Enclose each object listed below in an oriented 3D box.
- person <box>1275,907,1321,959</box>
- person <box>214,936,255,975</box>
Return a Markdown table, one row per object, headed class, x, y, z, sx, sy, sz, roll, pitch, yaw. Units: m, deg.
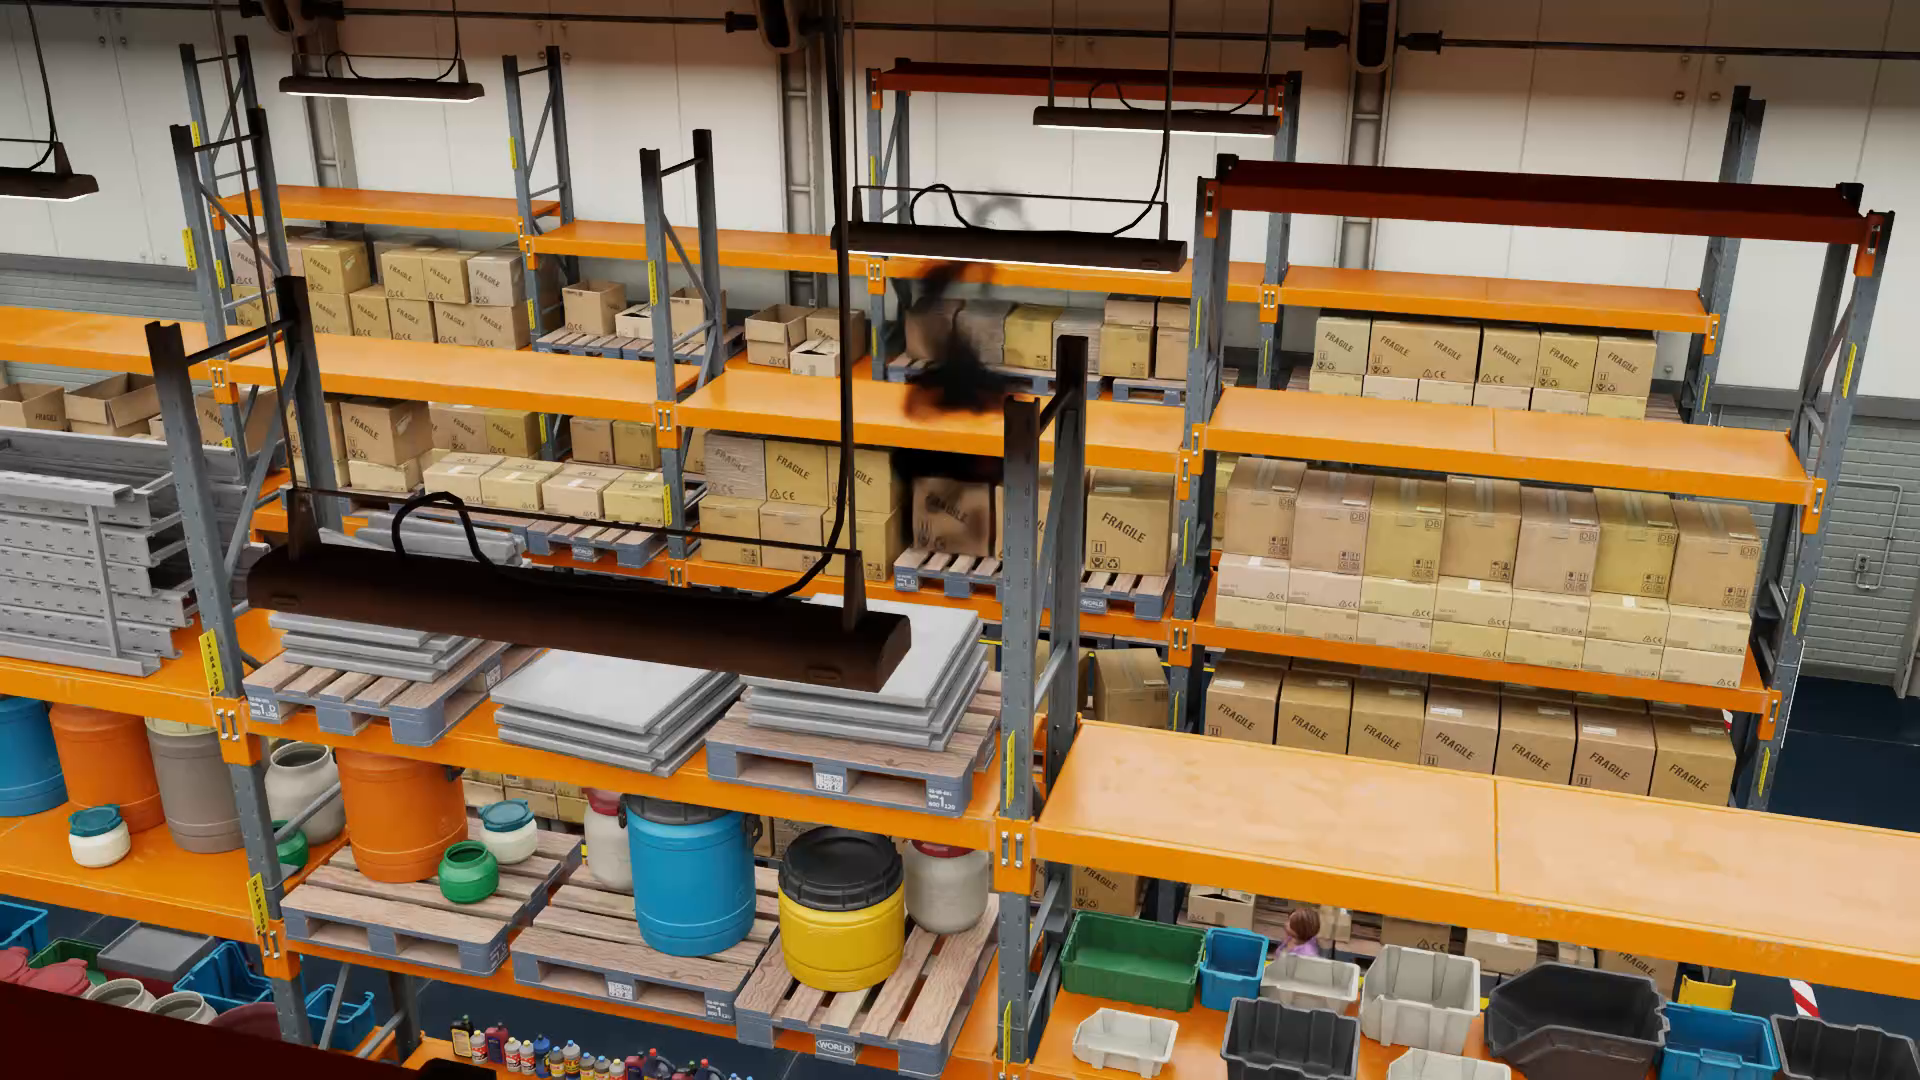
| class | x | y | z | sx | sy | sz | roll | pitch | yaw |
| --- | --- | --- | --- | --- | --- | --- | --- | --- | --- |
| person | 2.256 | 3.129 | 11.232 | 0.488 | 1.564 | 0.542 | 2 | 23 | 6 |
| person | -5.526 | 2.656 | 12.326 | 0.548 | 1.595 | 0.640 | 6 | 23 | 13 |
